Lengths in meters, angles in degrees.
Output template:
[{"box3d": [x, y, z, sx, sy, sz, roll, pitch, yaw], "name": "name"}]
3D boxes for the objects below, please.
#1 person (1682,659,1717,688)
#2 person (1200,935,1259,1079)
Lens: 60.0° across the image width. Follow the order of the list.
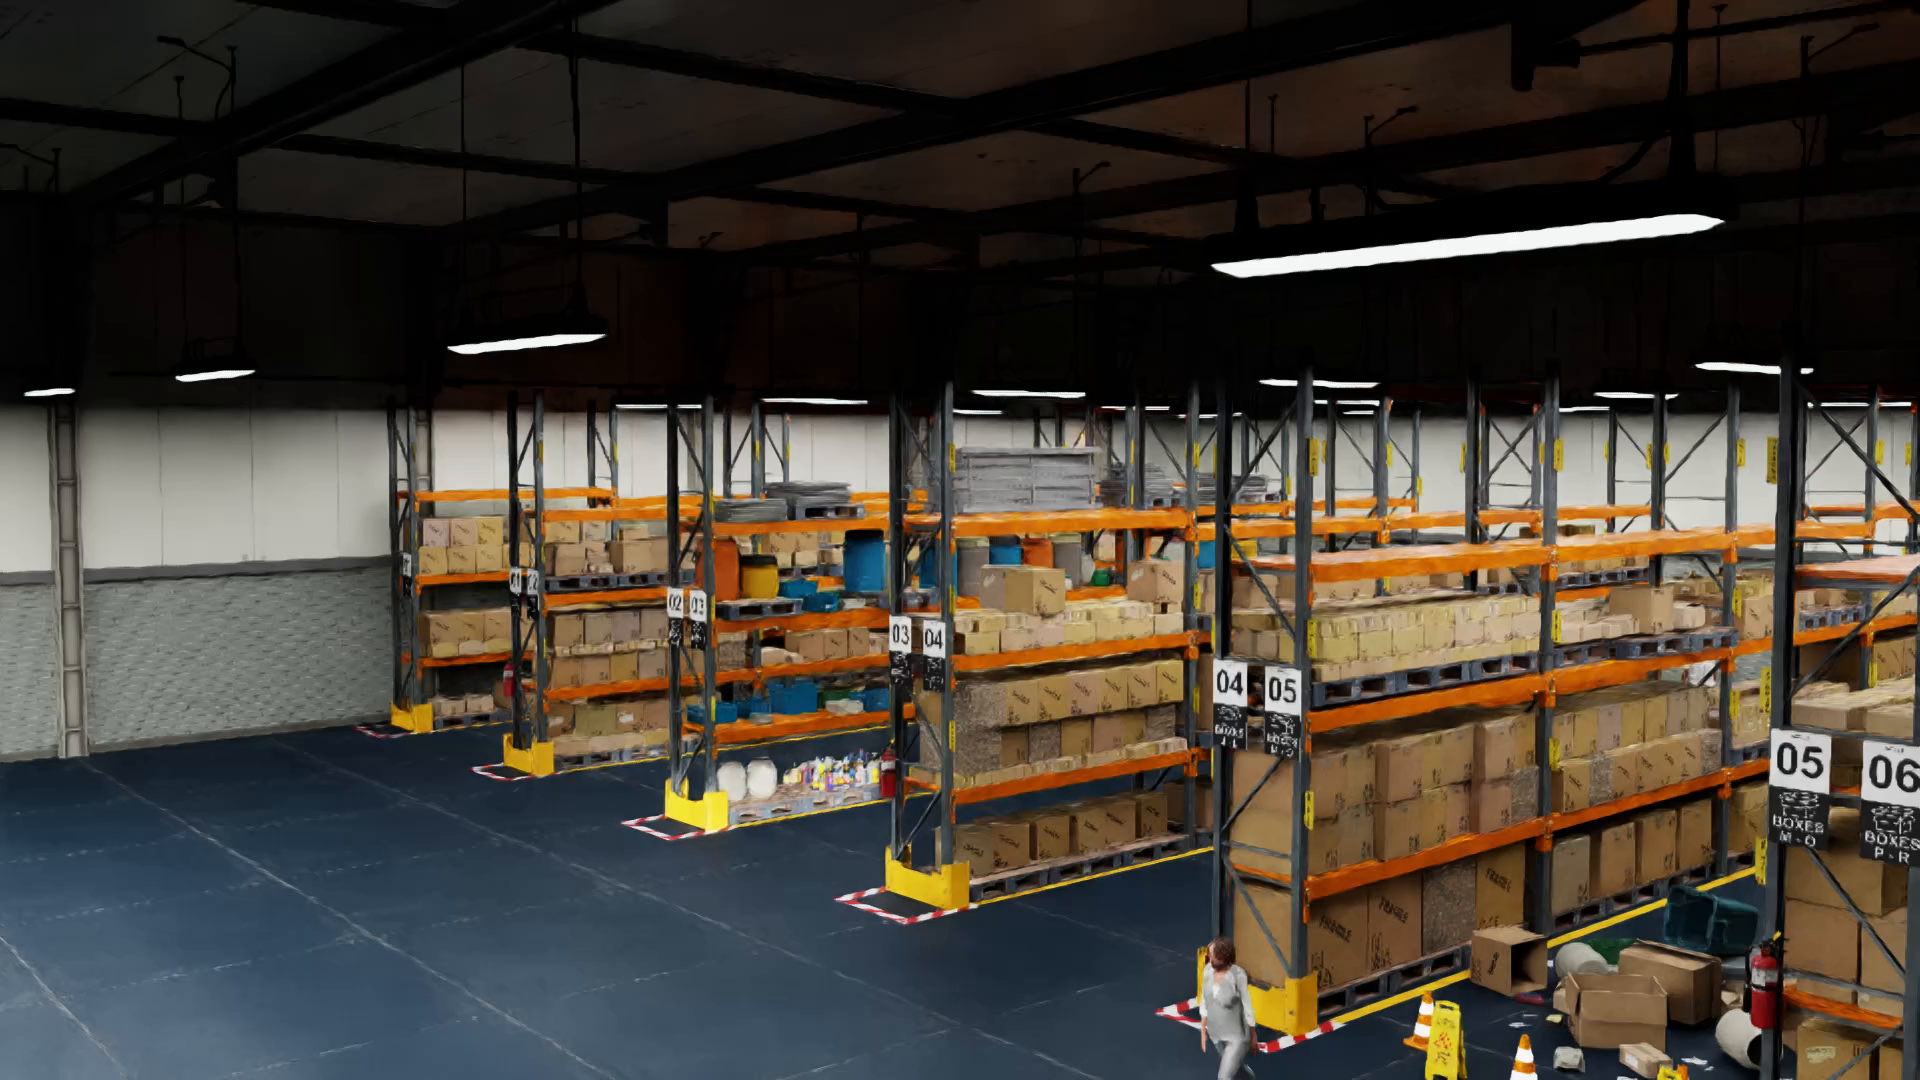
[{"box3d": [13.030, 2.561, 29.506, 0.739, 1.757, 0.527, 0, 3, 8], "name": "person"}, {"box3d": [1.967, 3.665, 12.343, 1.037, 1.513, 0.419, -3, 4, -42], "name": "person"}]
